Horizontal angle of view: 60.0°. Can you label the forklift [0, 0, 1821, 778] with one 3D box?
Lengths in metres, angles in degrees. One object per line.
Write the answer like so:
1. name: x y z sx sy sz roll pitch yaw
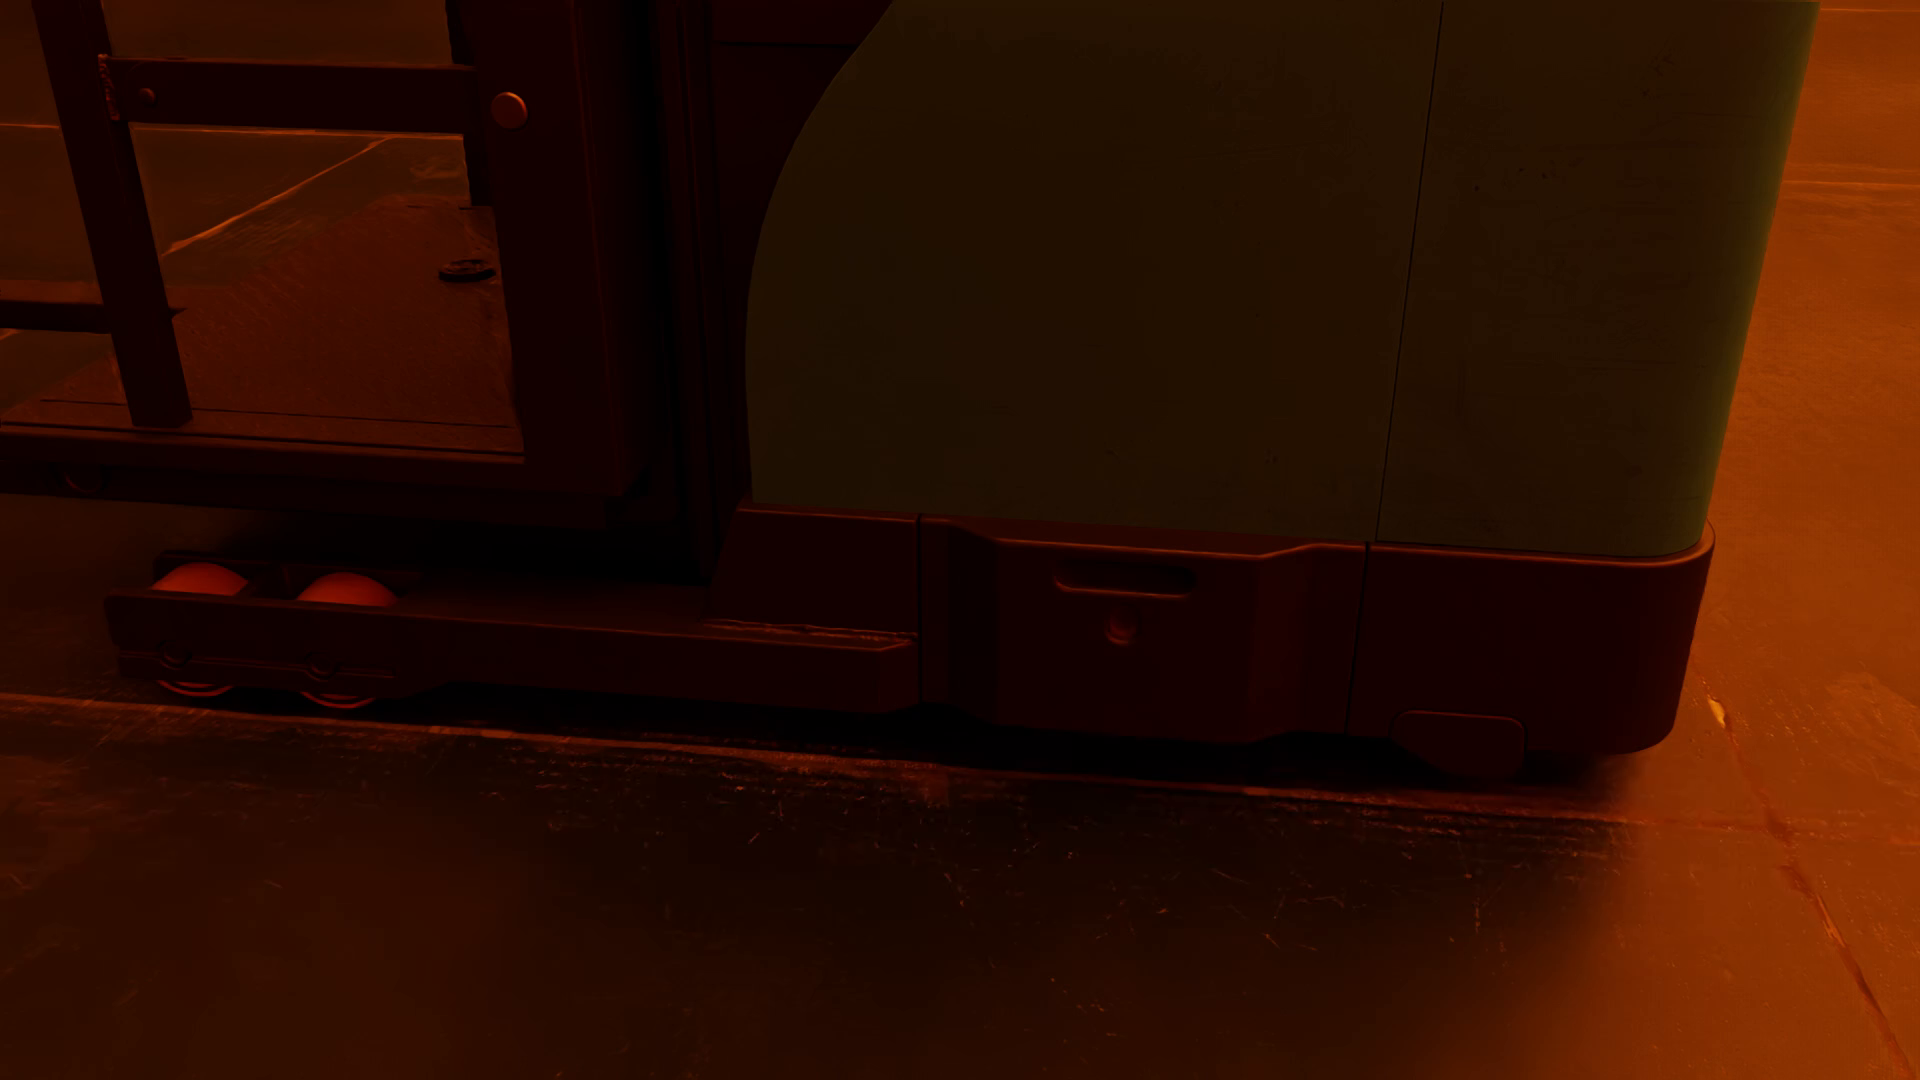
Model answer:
1. forklift: -0.611 -1.329 1.881 3.031 2.935 1.130 4 27 7
